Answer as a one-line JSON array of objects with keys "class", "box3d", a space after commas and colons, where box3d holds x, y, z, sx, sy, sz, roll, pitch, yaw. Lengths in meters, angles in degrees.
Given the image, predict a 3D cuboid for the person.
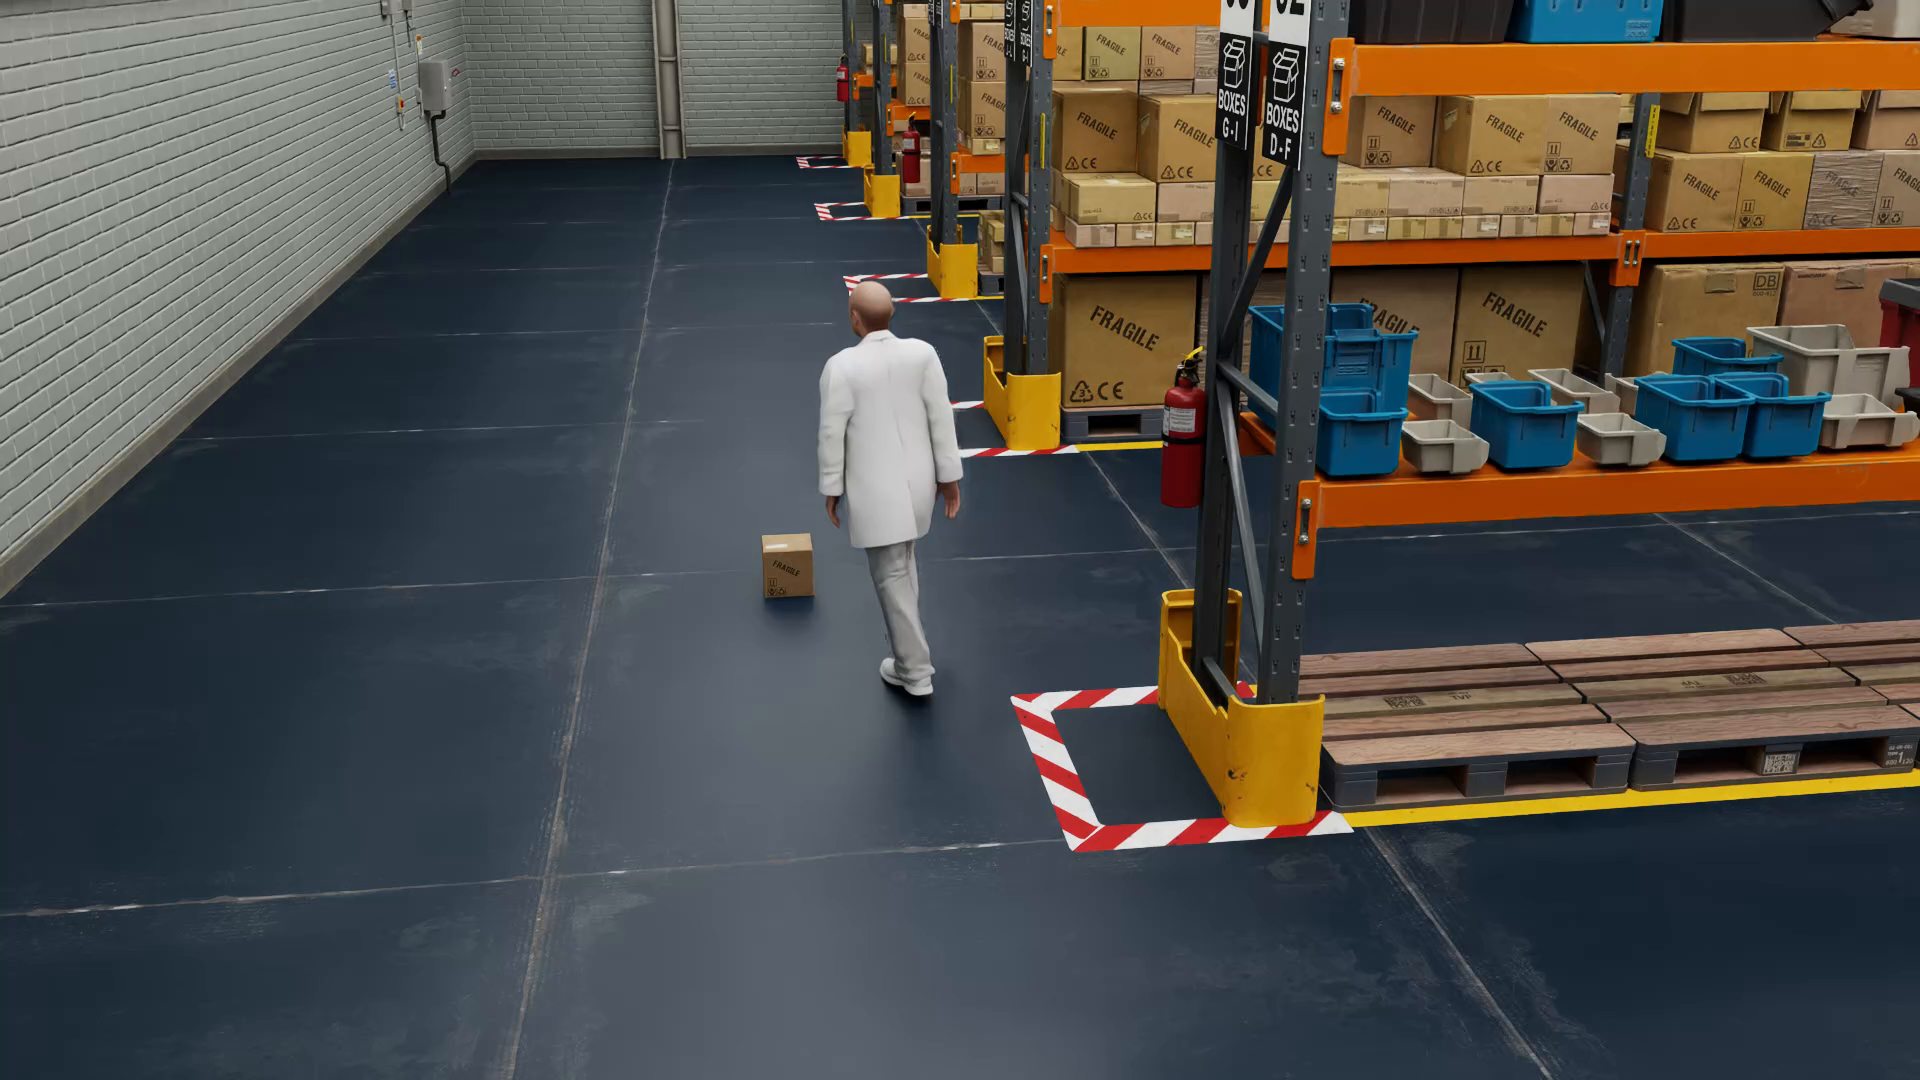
[{"class": "person", "box3d": [-0.304, -0.196, 7.168, 0.589, 1.815, 0.646, -11, 23, -29]}]
